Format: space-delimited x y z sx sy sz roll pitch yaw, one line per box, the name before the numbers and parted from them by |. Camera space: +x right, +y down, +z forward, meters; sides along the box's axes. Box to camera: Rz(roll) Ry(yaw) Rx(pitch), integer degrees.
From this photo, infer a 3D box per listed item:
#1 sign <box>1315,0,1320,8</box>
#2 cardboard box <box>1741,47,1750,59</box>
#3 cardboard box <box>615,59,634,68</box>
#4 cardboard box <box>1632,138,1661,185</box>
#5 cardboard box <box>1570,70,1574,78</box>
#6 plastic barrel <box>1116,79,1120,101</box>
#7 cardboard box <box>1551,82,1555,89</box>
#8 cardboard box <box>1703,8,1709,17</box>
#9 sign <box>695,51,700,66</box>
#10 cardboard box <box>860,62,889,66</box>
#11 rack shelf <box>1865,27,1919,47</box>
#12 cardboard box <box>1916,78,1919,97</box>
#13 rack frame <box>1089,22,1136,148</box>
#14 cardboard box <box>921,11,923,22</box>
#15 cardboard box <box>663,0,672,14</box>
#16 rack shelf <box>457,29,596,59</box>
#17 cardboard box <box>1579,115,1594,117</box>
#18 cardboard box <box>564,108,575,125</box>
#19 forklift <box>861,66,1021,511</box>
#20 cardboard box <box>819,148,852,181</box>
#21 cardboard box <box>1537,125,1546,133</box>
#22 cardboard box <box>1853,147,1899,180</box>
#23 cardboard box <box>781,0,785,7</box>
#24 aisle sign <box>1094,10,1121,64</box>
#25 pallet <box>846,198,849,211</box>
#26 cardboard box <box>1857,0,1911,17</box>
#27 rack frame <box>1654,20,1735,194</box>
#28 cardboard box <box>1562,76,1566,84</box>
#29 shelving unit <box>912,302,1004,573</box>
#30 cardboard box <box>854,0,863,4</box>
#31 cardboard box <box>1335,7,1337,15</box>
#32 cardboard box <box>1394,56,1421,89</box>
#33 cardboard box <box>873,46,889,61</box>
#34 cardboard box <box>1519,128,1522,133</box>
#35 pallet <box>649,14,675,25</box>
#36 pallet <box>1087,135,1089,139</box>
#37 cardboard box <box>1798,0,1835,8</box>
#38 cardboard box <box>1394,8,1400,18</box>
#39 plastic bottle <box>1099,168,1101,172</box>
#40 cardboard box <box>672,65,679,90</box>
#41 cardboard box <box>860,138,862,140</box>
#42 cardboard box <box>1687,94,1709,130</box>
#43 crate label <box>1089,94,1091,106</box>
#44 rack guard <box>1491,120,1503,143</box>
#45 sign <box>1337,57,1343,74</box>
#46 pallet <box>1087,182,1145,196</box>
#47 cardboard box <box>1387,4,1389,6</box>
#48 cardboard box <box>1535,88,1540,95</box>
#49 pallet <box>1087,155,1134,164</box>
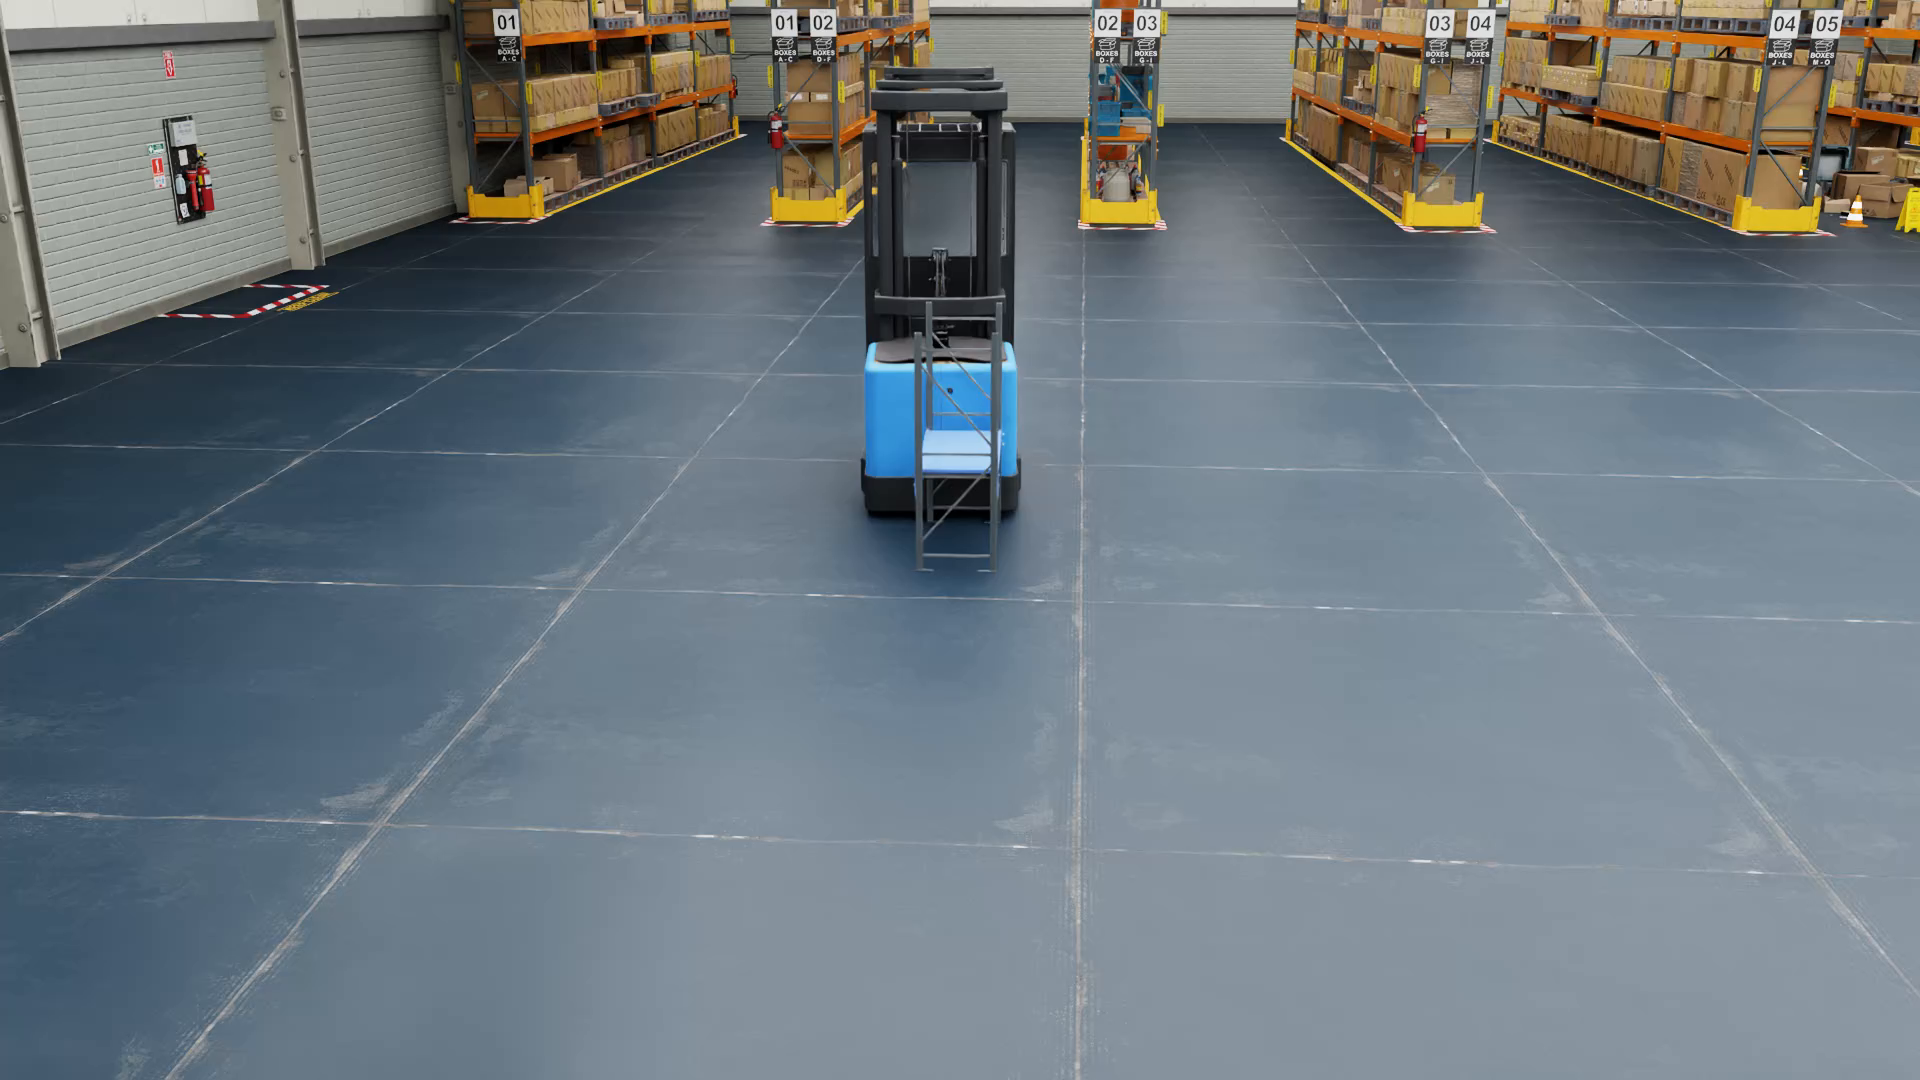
sign | 7.788 -11.759 36.218 0.100 0.325 0.005 1 18 4
cardboard box | 18.100 -10.964 37.799 0.500 0.500 0.500 1 18 4
cardboard box | -6.762 -9.585 33.448 0.380 0.149 0.250 -1 18 -3
cardboard box | 12.663 -6.737 29.604 1.050 0.750 0.750 1 18 4
cardboard box | 12.650 -9.496 33.861 0.380 0.149 0.250 1 18 4
plastic barrel | 3.383 -8.820 32.806 0.600 0.536 0.708 1 18 4
cardboard box | 12.740 -9.623 35.202 0.380 0.149 0.250 1 18 4
cardboard box | 12.272 -8.543 26.930 0.380 0.149 0.250 1 18 3
sign | -5.938 -10.874 37.558 0.100 0.325 0.005 1 18 4
cardboard box | -1.782 -10.151 36.249 0.700 0.500 0.500 4 19 13
rack shelf | 17.796 -9.037 30.024 1.077 0.370 4.000 1 18 4
cardboard box | 17.534 -8.184 29.769 0.500 0.500 0.500 2 18 6
rack frame | 3.401 -10.149 37.079 1.000 3.000 0.127 1 18 4
cardboard box | -1.148 -12.226 38.842 0.500 0.250 0.500 1 18 4
cardboard box | -6.628 -11.607 35.844 0.700 0.500 0.500 1 18 3
rack shelf | -7.197 -8.348 27.920 1.077 0.370 4.000 1 18 4
cardboard box | 13.430 -8.868 35.305 0.500 0.250 0.500 2 18 7
cardboard box | -6.885 -7.202 28.295 0.500 0.250 0.500 1 18 4
forklift | -0.152 -1.992 12.297 1.130 2.935 3.031 0 18 -1
cardboard box | -2.082 -6.256 27.734 0.500 0.500 0.500 1 18 4
cardboard box | 13.047 -9.140 36.949 0.380 0.149 0.250 2 18 5
cardboard box | 15.875 -6.535 28.848 0.500 0.500 0.500 1 18 4
cardboard box | -2.580 -8.518 26.624 0.500 0.250 0.500 1 18 4
aisle sign | 2.240 -7.642 25.252 0.394 0.787 0.004 1 18 4
pallet | -2.386 -5.447 27.208 1.003 0.211 1.213 1 18 4
cardboard box | 17.816 -10.369 32.094 0.797 0.503 0.637 0 18 1
rack frame | 12.708 -7.412 28.725 1.000 3.000 0.127 1 18 4
cardboard box | 12.684 -9.520 34.411 0.380 0.149 0.250 1 18 3
shelving unit | 0.002 -0.673 10.569 0.538 1.500 1.048 1 18 3
cardboard box | -2.029 -9.877 29.793 0.500 0.500 0.500 2 18 5
cardboard box | 8.085 -11.085 34.847 0.380 0.149 0.250 1 18 2
cardboard box | 7.387 -7.618 27.109 0.500 0.500 0.500 1 18 4
cardboard box | -1.761 -10.946 37.746 0.500 0.500 0.500 1 18 4
cardboard box | 13.240 -9.559 38.705 0.380 0.149 0.250 2 18 7
pallet | -6.697 -11.012 35.199 1.003 0.211 1.213 2 18 6
pallet | 3.500 -9.433 39.372 1.003 0.211 1.213 1 18 4
cardboard box | 12.712 -8.056 24.803 0.500 0.250 0.500 1 18 4
cardboard box | 7.365 -8.677 27.371 0.380 0.149 0.250 1 18 3
plastic bottle | 2.478 -6.390 29.263 0.061 0.283 0.133 1 18 4
cardboard box | -6.364 -9.950 35.800 0.500 0.500 0.500 2 18 5
cardboard box | -1.687 -7.691 32.419 0.500 0.311 0.500 1 18 4
cardboard box | 12.520 -7.032 27.324 0.875 0.550 0.550 1 18 4
crate label | 2.710 -8.705 32.940 0.303 0.233 0.416 1 18 4
rack guard | 13.563 -9.927 40.416 1.175 0.500 0.348 1 18 4
sign | 7.501 -9.358 32.804 0.100 0.325 0.005 1 18 4
pallet | 2.738 -6.132 29.297 1.003 0.211 1.213 1 18 4
cardboard box | 7.736 -9.409 29.545 0.396 0.266 0.258 2 18 6
cardboard box | 12.978 -9.953 36.885 0.380 0.149 0.250 1 18 2
pallet | 3.129 -7.827 34.472 1.003 0.211 1.213 1 18 4
